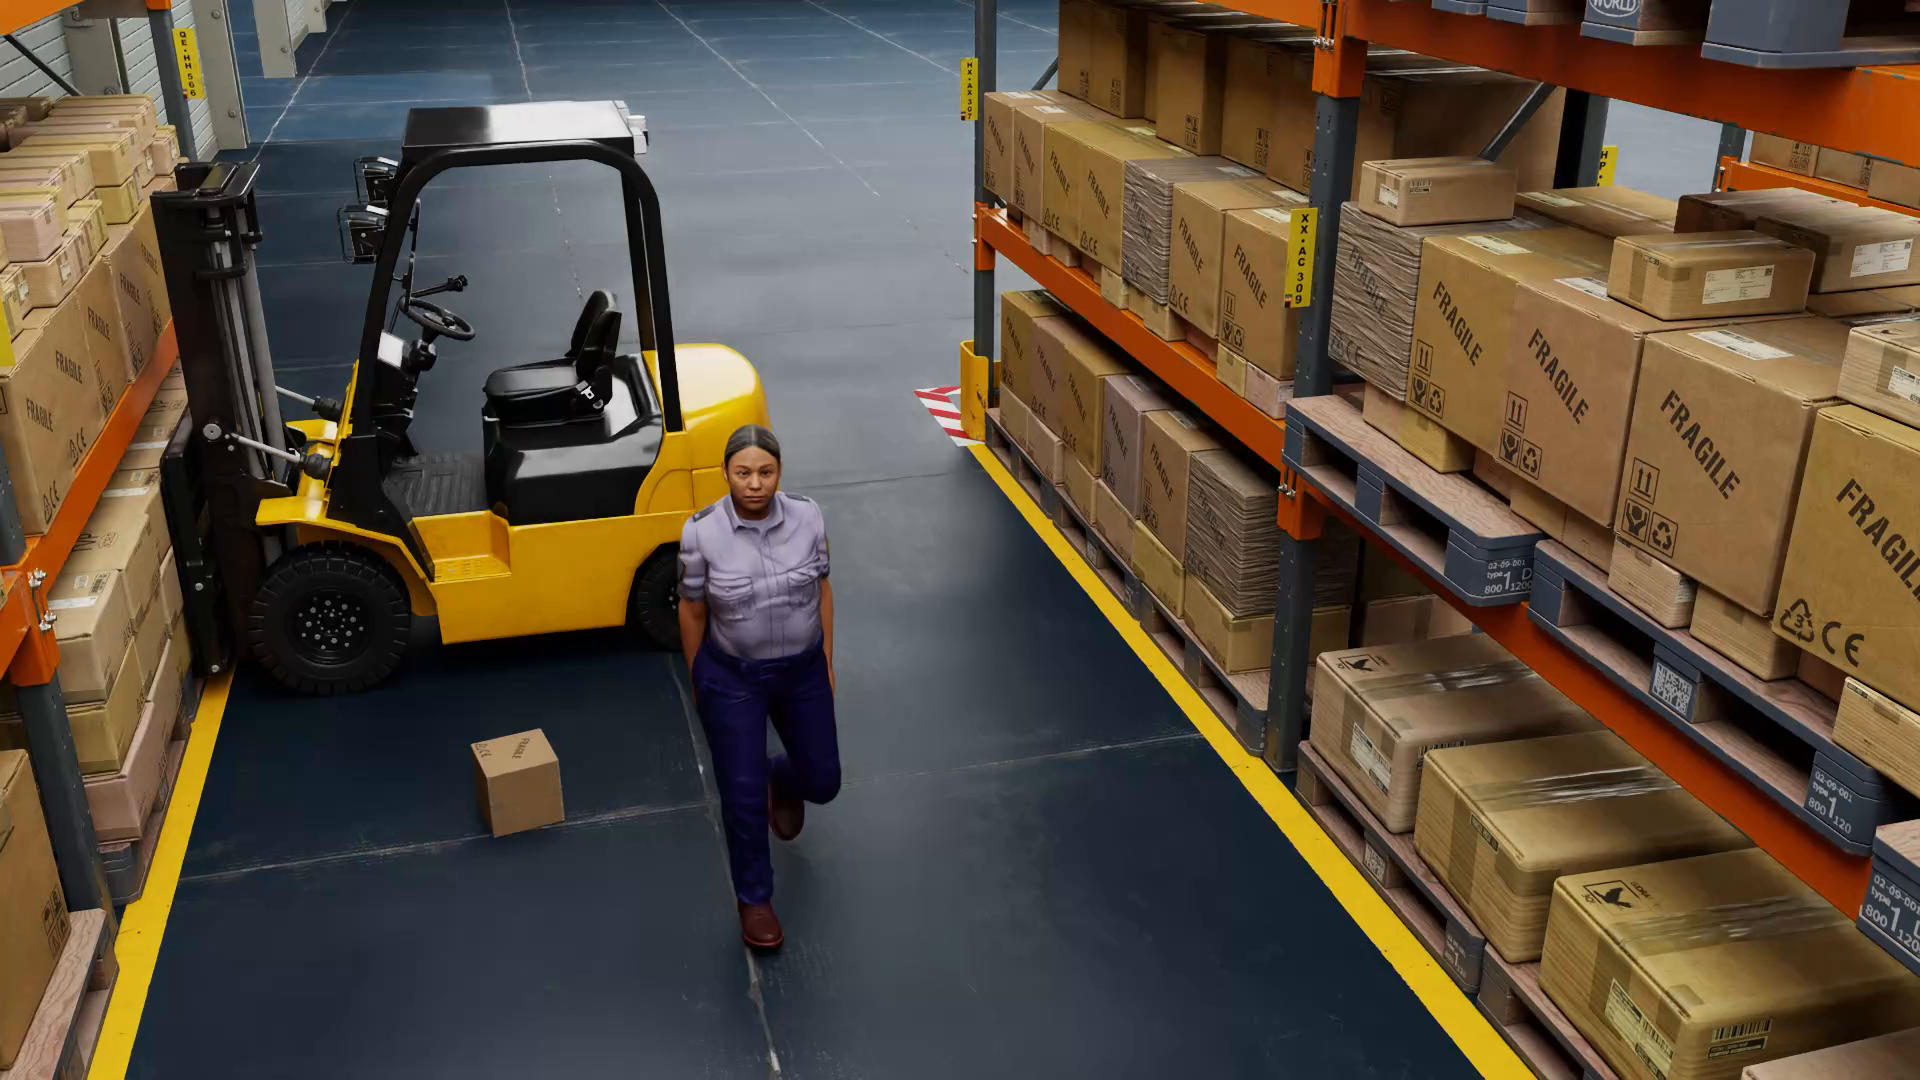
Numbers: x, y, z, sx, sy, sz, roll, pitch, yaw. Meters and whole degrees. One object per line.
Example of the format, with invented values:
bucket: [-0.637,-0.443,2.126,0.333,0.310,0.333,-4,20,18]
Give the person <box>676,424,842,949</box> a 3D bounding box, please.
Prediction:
person: [-0.627,0.396,5.144,0.470,1.631,0.669,-9,25,-20]
